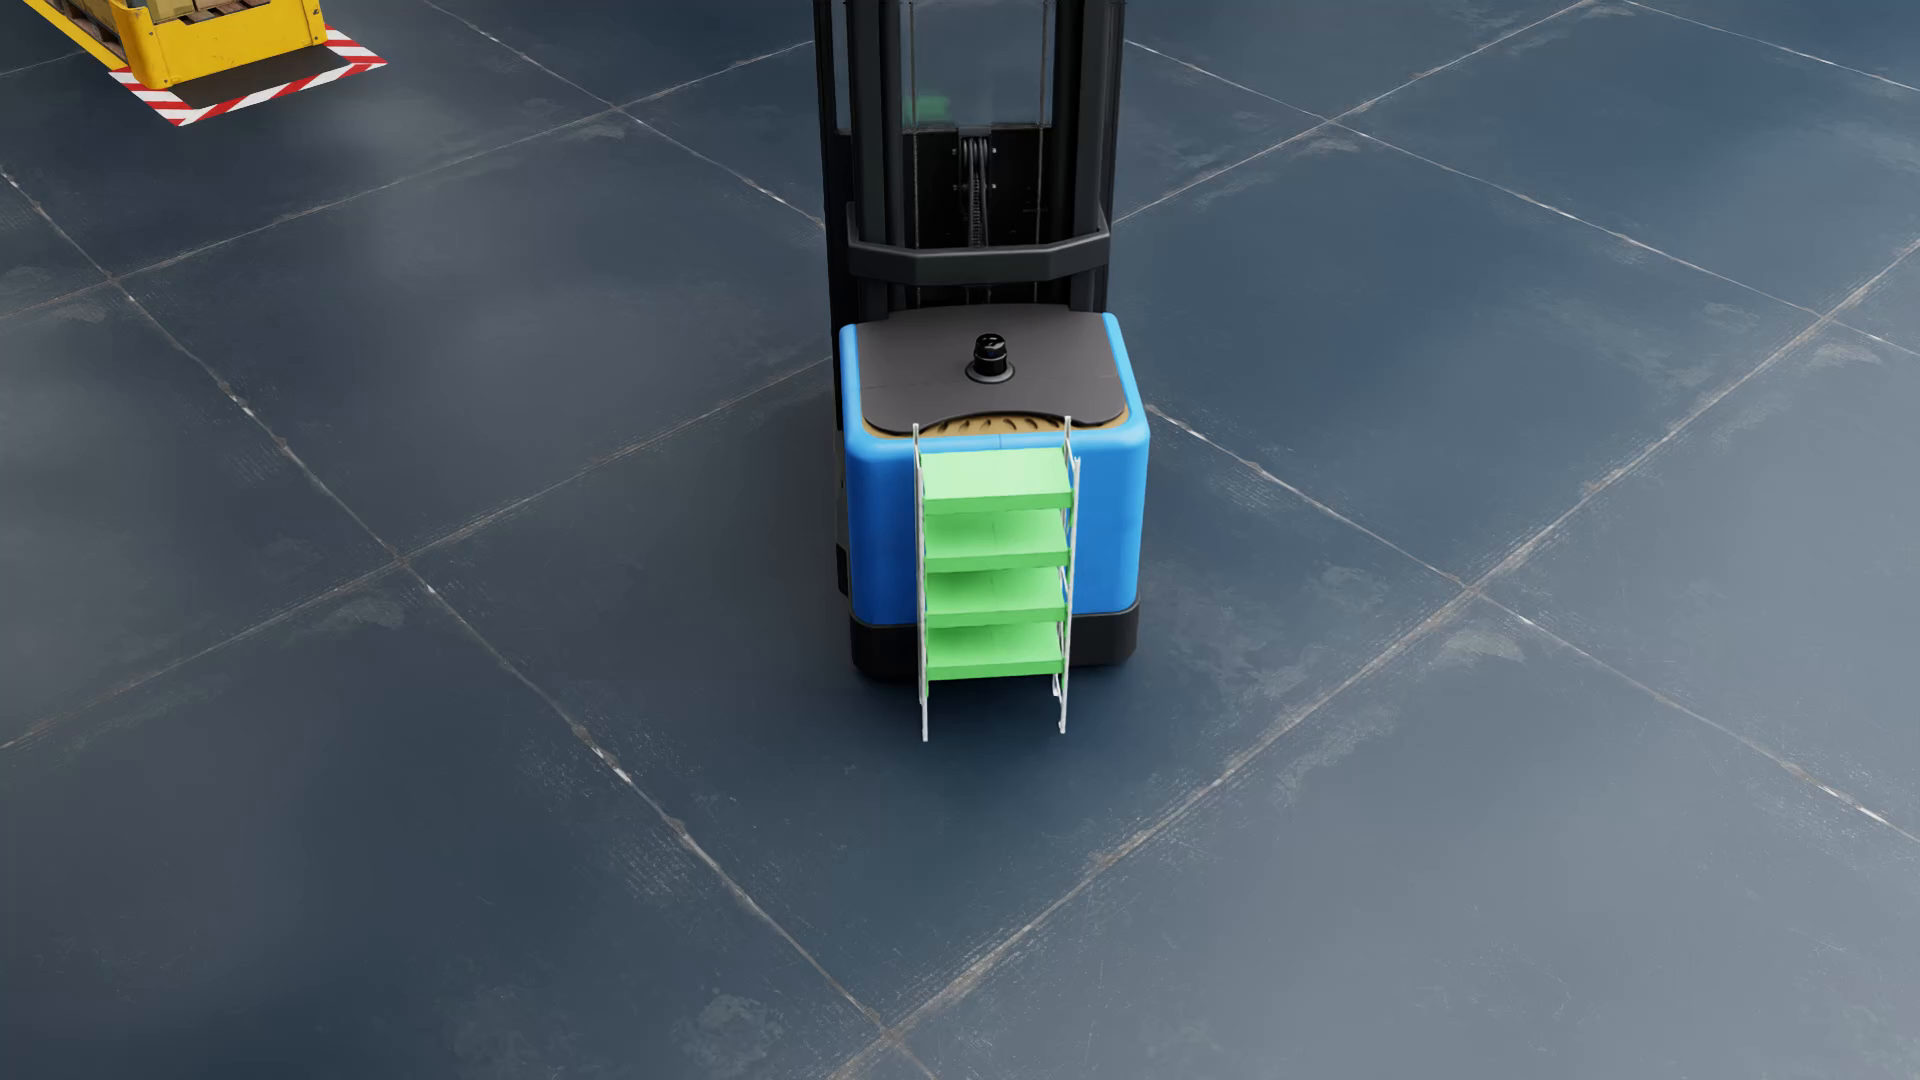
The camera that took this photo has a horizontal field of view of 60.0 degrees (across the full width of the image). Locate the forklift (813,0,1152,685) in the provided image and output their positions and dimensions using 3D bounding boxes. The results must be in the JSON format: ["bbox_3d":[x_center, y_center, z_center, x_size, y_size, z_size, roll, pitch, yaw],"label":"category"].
[{"bbox_3d":[0.014,-1.533,6.315,1.130,2.935,3.031,-3,39,-4],"label":"forklift"}]

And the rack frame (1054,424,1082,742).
[{"bbox_3d":[0.358,0.171,5.583,0.015,1.200,0.240,-3,39,-4],"label":"rack frame"}]

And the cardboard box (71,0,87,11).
[{"bbox_3d":[-5.553,-3.681,10.774,0.500,0.250,0.500,-30,48,-32],"label":"cardboard box"}]

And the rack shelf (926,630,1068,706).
[{"bbox_3d":[0.115,0.420,5.758,0.480,0.148,0.258,-3,39,-4],"label":"rack shelf"}]

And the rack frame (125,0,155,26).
[{"bbox_3d":[-4.625,-4.238,9.610,1.000,3.000,0.127,-30,48,-32],"label":"rack frame"}]

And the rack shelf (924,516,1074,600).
[{"bbox_3d":[0.115,0.047,5.456,0.480,0.148,0.258,-3,39,-4],"label":"rack shelf"}]

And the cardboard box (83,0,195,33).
[{"bbox_3d":[-5.206,-3.454,10.494,0.500,0.250,0.500,-30,48,-32],"label":"cardboard box"}]

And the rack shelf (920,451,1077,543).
[{"bbox_3d":[0.115,-0.139,5.305,0.480,0.148,0.258,-3,39,-4],"label":"rack shelf"}]

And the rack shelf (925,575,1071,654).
[{"bbox_3d":[0.115,0.234,5.607,0.480,0.148,0.258,-3,39,-4],"label":"rack shelf"}]

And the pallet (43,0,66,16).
[{"bbox_3d":[-5.994,-4.054,11.601,1.003,0.211,1.213,-30,48,-32],"label":"pallet"}]

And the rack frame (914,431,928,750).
[{"bbox_3d":[-0.128,0.197,5.551,0.015,1.200,0.240,-3,39,-4],"label":"rack frame"}]

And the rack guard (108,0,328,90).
[{"bbox_3d":[-4.609,-3.255,10.382,1.175,0.500,0.348,-30,48,-32],"label":"rack guard"}]

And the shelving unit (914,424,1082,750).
[{"bbox_3d":[0.115,0.184,5.567,0.503,1.200,0.258,-3,39,-4],"label":"shelving unit"}]

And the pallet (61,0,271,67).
[{"bbox_3d":[-5.173,-3.489,10.902,1.003,0.211,1.213,-30,48,-32],"label":"pallet"}]

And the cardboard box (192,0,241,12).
[{"bbox_3d":[-4.824,-3.675,10.767,0.500,0.250,0.500,-30,48,-32],"label":"cardboard box"}]
